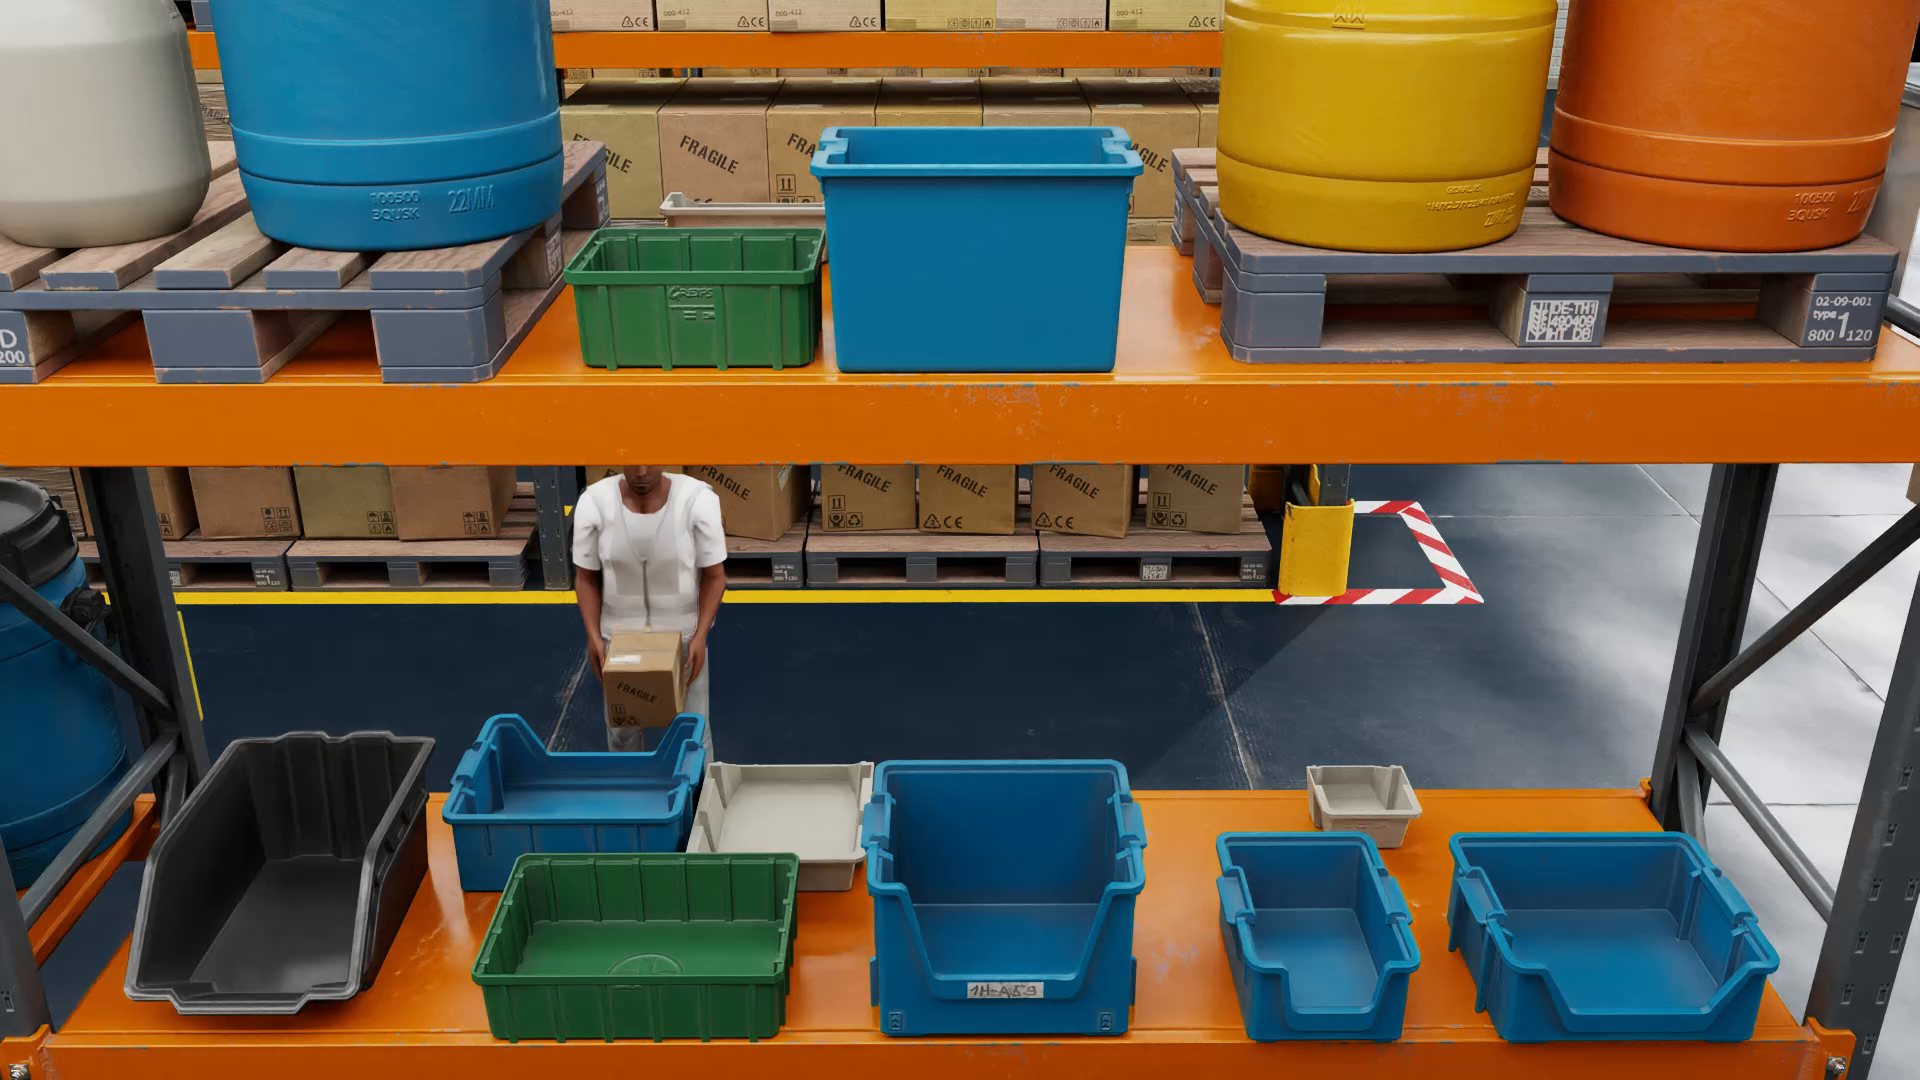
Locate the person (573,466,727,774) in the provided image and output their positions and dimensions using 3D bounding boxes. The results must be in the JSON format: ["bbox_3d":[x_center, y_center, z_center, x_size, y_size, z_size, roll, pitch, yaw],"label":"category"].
[{"bbox_3d":[-1.148,0.371,6.239,0.569,1.767,0.482,-1,24,-1],"label":"person"}]
